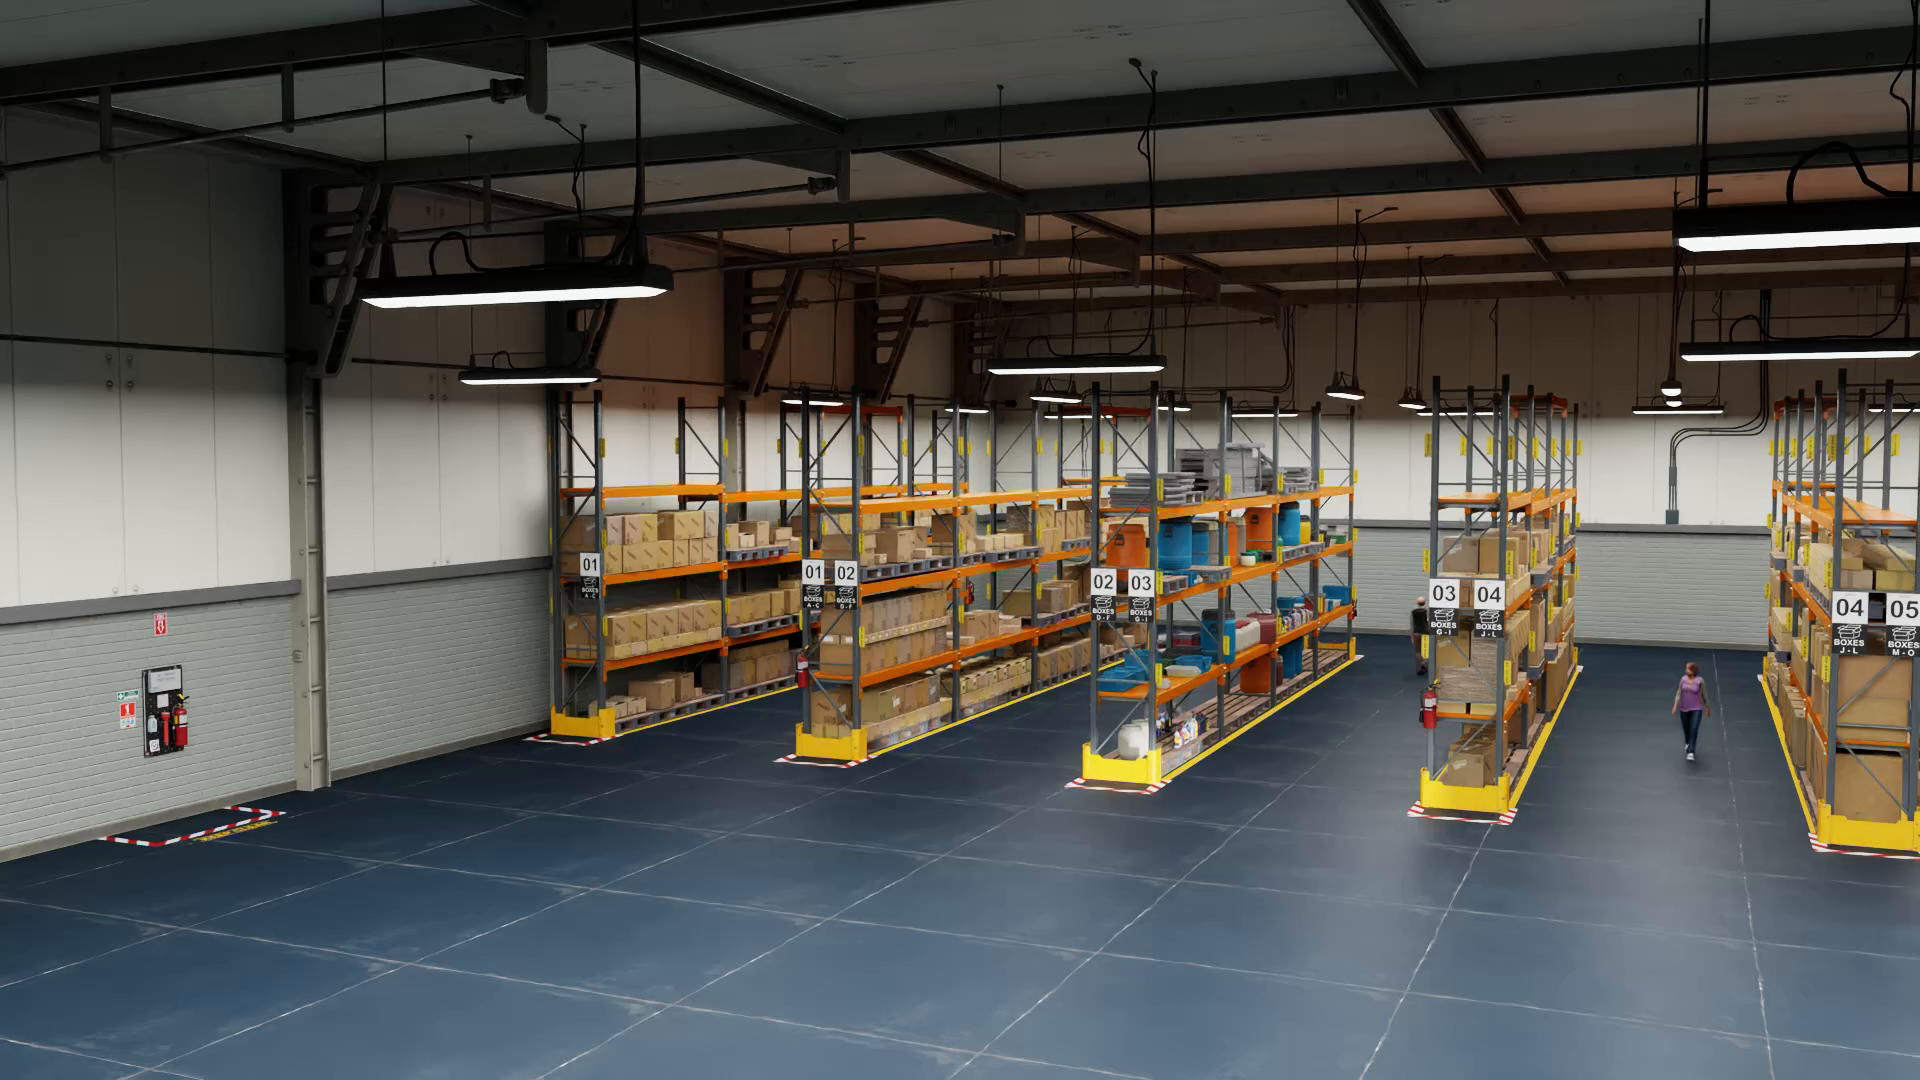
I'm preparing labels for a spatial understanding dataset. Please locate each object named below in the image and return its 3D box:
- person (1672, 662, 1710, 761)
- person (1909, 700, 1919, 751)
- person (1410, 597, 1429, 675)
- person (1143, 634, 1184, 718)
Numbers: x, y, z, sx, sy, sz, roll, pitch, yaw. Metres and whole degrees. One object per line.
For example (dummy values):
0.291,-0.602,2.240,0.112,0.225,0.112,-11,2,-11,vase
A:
11.812,2.730,26.851,0.531,1.536,1.008,2,4,33,person
15.873,2.663,27.306,0.512,1.674,0.516,2,4,26,person
10.166,2.120,36.581,0.582,1.718,0.488,2,4,34,person
3.583,2.509,29.887,0.894,1.639,0.473,2,4,27,person
